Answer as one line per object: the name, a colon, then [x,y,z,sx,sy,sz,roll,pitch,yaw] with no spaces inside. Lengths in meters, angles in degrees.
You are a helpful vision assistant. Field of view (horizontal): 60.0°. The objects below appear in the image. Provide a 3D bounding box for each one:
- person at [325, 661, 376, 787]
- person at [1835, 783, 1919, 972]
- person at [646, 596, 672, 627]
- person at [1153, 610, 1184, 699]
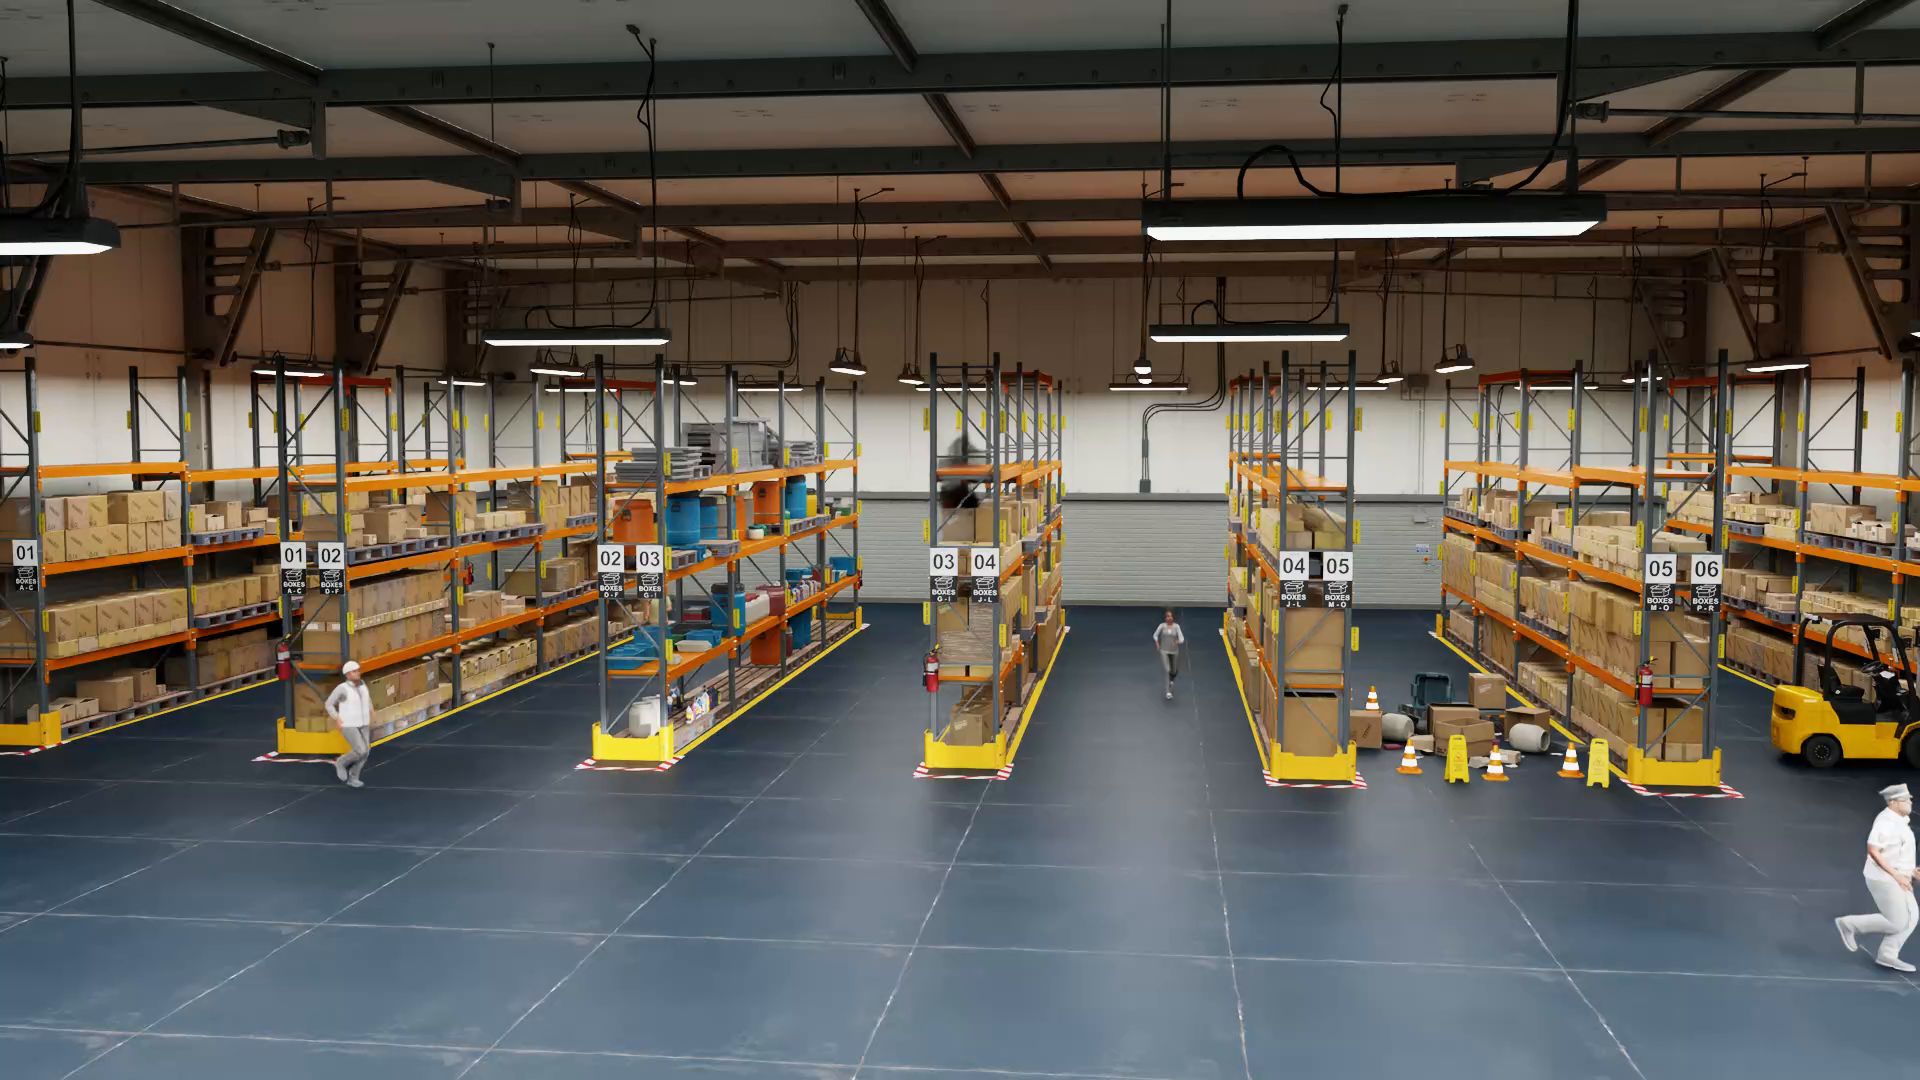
person: [-8.274,2.528,22.783,0.573,1.731,0.658,2,5,28]
person: [8.459,3.067,15.285,0.652,1.728,0.650,4,5,42]
person: [-6.212,1.728,34.327,0.552,1.715,0.830,0,4,-5]
person: [3.809,2.067,30.358,0.548,1.568,0.805,0,4,0]
